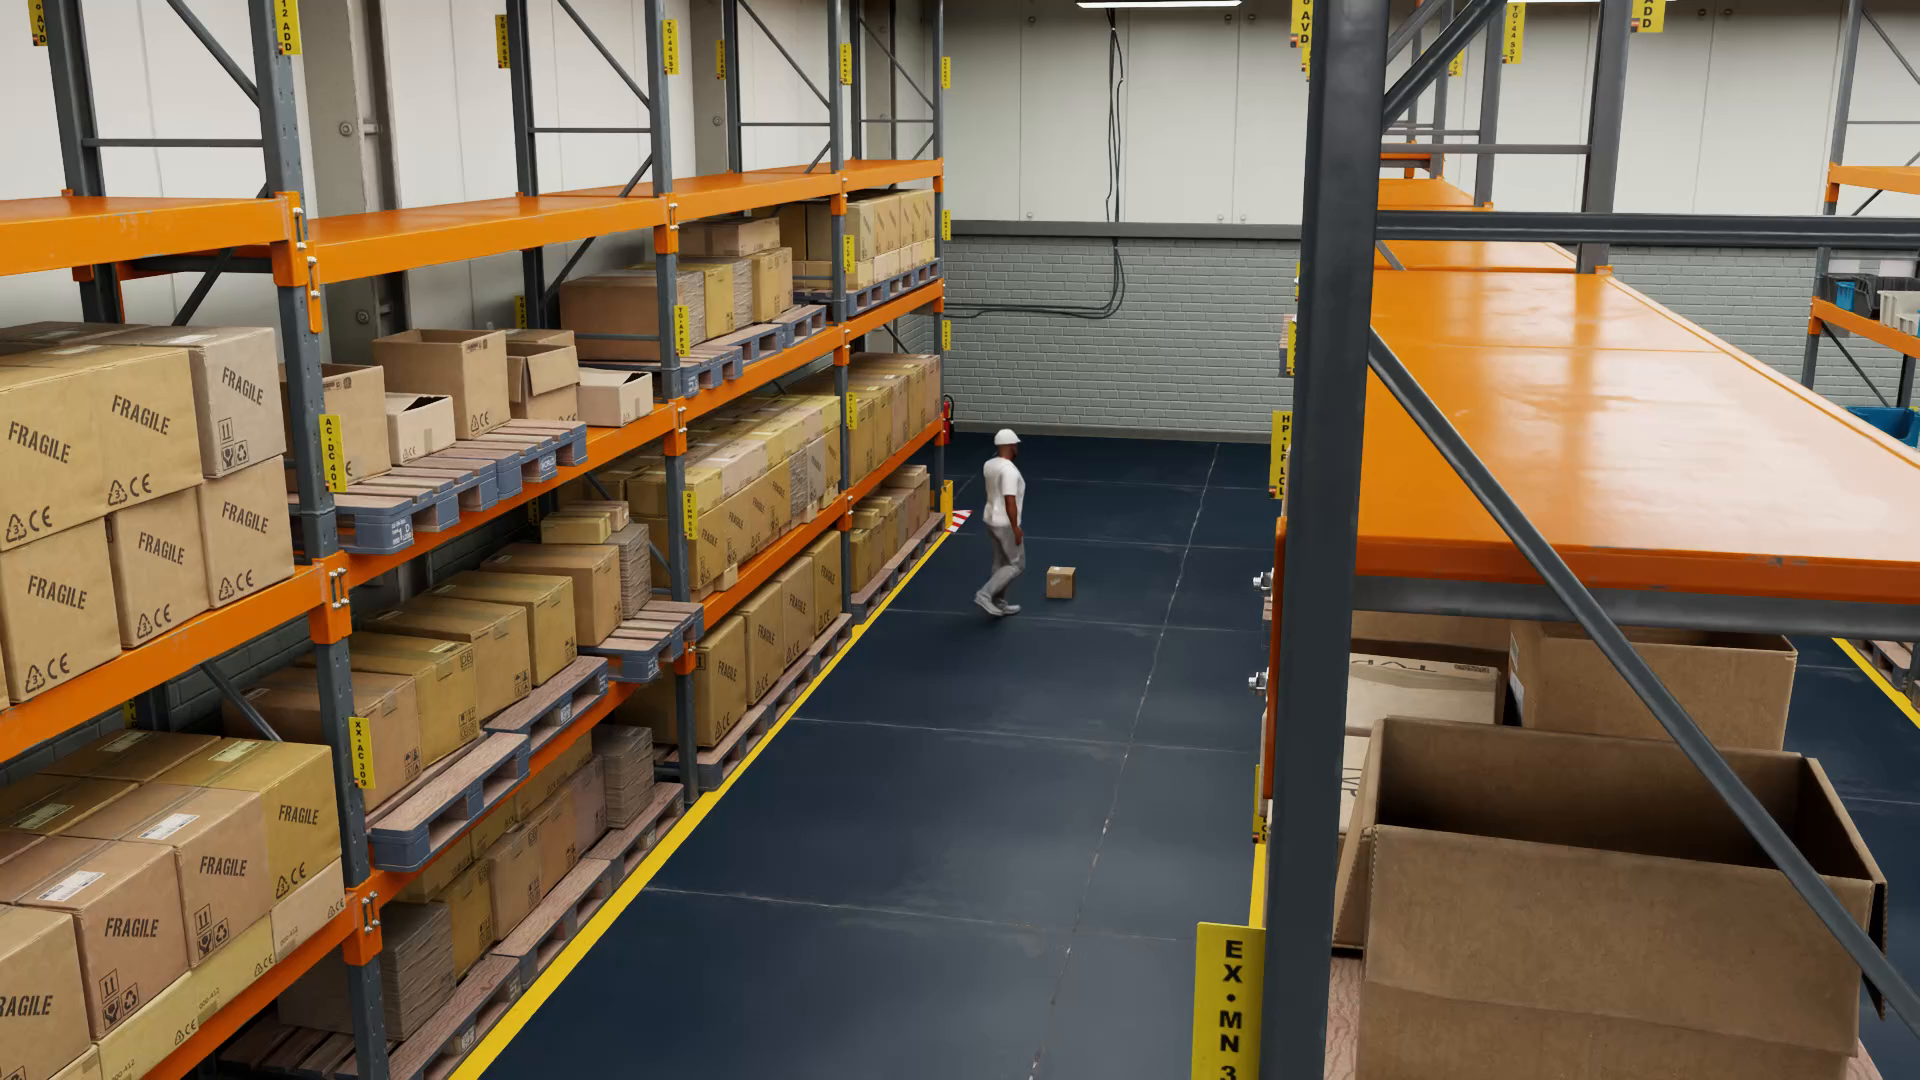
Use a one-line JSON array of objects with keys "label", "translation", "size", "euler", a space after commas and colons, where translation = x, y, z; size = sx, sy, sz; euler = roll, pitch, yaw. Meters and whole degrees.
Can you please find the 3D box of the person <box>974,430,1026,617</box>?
[{"label": "person", "translation": [0.344, -0.138, 15.460], "size": [0.553, 1.766, 0.613], "euler": [-5, 15, -19]}]
